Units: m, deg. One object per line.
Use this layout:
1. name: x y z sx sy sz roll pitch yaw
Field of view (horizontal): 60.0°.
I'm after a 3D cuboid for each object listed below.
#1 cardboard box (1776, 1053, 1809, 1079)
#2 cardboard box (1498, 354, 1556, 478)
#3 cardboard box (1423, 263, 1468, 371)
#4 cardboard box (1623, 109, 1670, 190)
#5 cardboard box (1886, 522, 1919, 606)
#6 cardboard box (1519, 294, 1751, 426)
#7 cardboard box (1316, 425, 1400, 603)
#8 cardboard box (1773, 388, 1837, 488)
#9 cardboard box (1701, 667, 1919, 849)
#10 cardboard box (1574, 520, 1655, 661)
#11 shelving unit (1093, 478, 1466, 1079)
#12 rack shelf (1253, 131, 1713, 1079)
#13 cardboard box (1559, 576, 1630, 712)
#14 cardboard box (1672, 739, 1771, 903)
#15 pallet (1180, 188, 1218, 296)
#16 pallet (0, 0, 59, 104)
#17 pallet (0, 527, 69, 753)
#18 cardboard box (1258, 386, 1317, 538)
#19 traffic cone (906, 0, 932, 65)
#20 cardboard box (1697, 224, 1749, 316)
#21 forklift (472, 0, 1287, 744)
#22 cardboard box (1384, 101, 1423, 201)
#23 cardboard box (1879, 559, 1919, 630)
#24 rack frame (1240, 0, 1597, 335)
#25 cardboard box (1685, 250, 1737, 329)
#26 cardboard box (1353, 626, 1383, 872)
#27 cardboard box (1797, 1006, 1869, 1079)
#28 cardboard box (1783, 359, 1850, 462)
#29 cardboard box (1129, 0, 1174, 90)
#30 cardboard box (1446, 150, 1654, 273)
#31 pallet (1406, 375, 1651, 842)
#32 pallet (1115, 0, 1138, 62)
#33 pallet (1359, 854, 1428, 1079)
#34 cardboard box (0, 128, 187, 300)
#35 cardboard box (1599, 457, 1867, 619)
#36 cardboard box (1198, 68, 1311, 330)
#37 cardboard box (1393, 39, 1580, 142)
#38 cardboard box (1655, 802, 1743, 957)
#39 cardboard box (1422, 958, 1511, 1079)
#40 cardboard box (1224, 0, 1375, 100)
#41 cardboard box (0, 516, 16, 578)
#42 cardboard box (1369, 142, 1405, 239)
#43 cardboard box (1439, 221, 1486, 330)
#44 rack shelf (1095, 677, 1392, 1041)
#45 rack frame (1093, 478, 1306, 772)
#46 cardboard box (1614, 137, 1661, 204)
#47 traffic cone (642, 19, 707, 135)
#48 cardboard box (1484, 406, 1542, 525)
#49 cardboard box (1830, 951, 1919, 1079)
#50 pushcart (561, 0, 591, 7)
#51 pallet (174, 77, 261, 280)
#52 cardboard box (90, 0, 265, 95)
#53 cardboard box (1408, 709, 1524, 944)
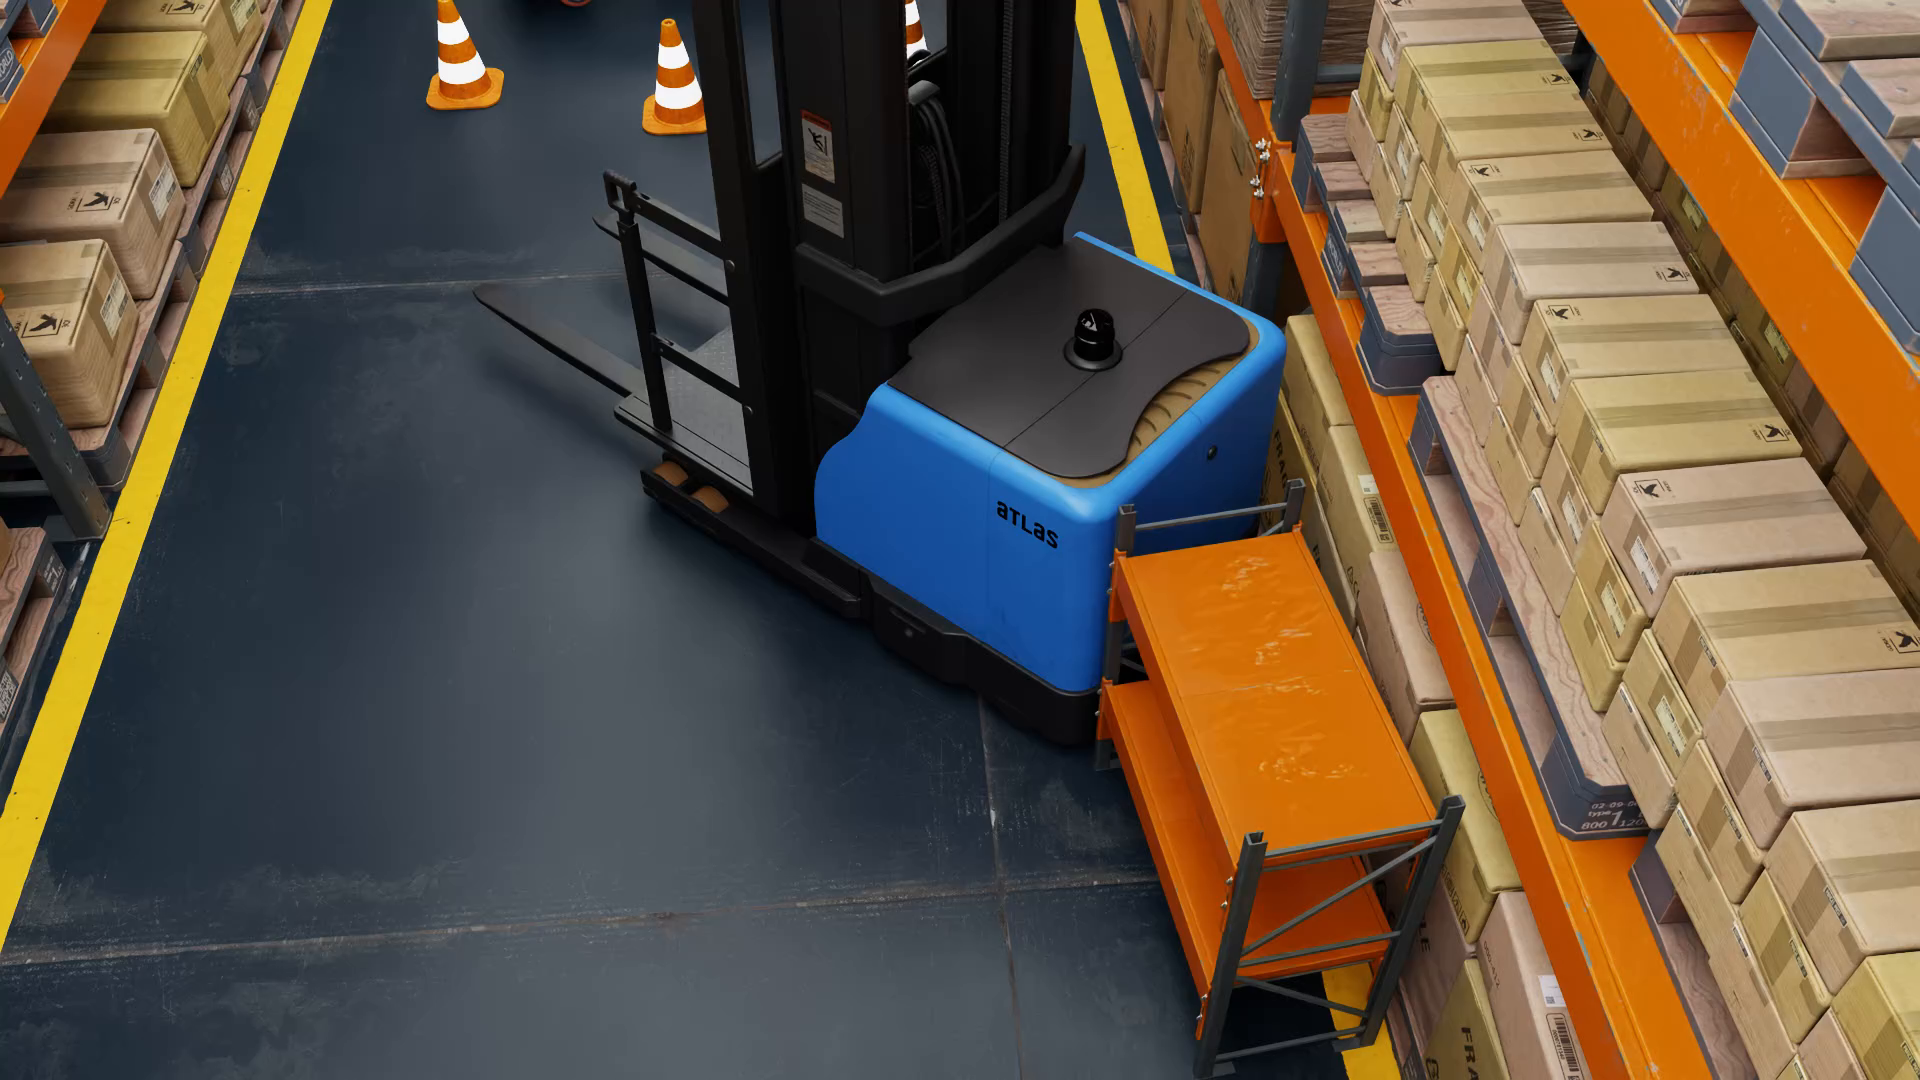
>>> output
1. cardboard box: 1.545 0.956 2.662 0.380 0.149 0.250 -3 47 -3
2. cardboard box: 1.413 -0.283 3.631 0.380 0.149 0.250 -4 47 -4
3. cardboard box: 1.370 -0.554 4.092 0.380 0.149 0.250 -2 47 -1
4. cardboard box: 1.983 -1.054 4.361 0.380 0.149 0.250 -2 47 -2
5. cardboard box: 2.109 0.055 3.310 0.380 0.149 0.250 -4 47 -4
6. cardboard box: 1.421 -0.382 3.520 0.380 0.149 0.250 -2 47 -2
7. cardboard box: 1.323 -0.079 4.674 0.500 0.250 0.500 -4 47 -4
8. cardboard box: 2.065 -0.217 3.773 0.380 0.149 0.250 -2 47 -2
9. cardboard box: 1.505 0.365 2.812 0.380 0.149 0.250 -4 47 -3
10. cardboard box: 1.454 0.088 3.280 0.380 0.149 0.250 -3 47 -3
11. shelving unit: 0.759 0.634 4.374 0.538 1.125 1.048 -9 47 -8
12. rack shelf: 1.631 0.278 3.916 1.077 0.370 4.000 -3 47 -3
13. cardboard box: 1.456 0.202 3.376 0.380 0.149 0.250 -2 47 -2
14. cardboard box: 1.500 0.474 2.914 0.380 0.149 0.250 -5 47 -5
15. pallet: 1.473 -1.032 6.582 1.003 0.211 1.213 -3 47 -3
16. pallet: -3.626 -1.485 5.223 1.213 0.211 1.003 -3 47 -3
17. pallet: -3.470 0.492 5.139 1.003 0.211 1.213 -3 47 -3
18. cardboard box: 1.269 -0.174 5.281 0.500 0.500 0.500 -5 47 -5
19. traffic cone: -0.264 -2.376 7.681 0.336 0.463 0.334 -3 47 -3
20. cardboard box: 2.028 -0.683 4.009 0.380 0.149 0.250 -3 47 -3
21. forklift: -0.483 -1.296 4.959 3.031 2.935 1.130 31 54 26
22. cardboard box: 1.329 -1.019 4.328 0.380 0.149 0.250 -1 47 -1
23. cardboard box: 2.109 0.162 3.414 0.380 0.149 0.250 -4 47 -4
24. rack frame: 1.464 -1.416 5.025 1.000 3.000 0.127 -3 47 -3
25. cardboard box: 2.021 -0.599 4.135 0.380 0.149 0.250 -4 47 -4
26. cardboard box: 1.362 0.561 4.585 0.500 0.500 0.500 -5 47 -4
27. cardboard box: 1.545 0.851 2.557 0.380 0.149 0.250 -3 47 -3
28. cardboard box: 2.069 -0.314 3.660 0.380 0.149 0.250 -2 47 -2
29. cardboard box: 1.347 -2.539 7.349 1.050 0.750 0.750 -3 47 -3
30. cardboard box: 1.372 -0.769 3.886 0.380 0.149 0.250 -5 47 -5
31. pallet: 1.670 0.079 3.741 1.003 0.211 1.213 -3 47 -3
32. pallet: 1.268 -2.798 8.254 1.003 0.211 1.213 -3 47 -3
33. pallet: 1.627 0.989 4.668 1.003 0.211 1.213 -3 47 -3
34. cardboard box: -3.568 -1.226 6.366 0.950 0.372 0.625 -4 47 -4
35. cardboard box: 1.462 -0.006 3.164 0.380 0.149 0.250 -5 47 -5
36. cardboard box: 1.502 -1.233 6.112 1.050 0.750 0.750 -4 47 -4
37. cardboard box: 1.334 -1.138 4.236 0.380 0.149 0.250 -5 47 -4
38. cardboard box: 1.506 0.595 3.005 0.380 0.149 0.250 -6 47 -5
39. cardboard box: 1.443 1.302 3.884 0.500 0.500 0.500 -4 47 -4
40. cardboard box: 1.158 -1.760 5.282 0.500 0.500 0.500 -3 47 -3
41. cardboard box: -3.485 0.049 4.812 0.875 0.875 0.875 -4 47 -4
42. cardboard box: 1.322 -0.944 4.462 0.380 0.149 0.250 -1 47 -1
43. cardboard box: 1.376 -0.643 3.972 0.380 0.149 0.250 -3 47 -3
44. rack shelf: 0.760 0.803 4.552 0.538 0.278 1.000 -9 47 -8
45. rack frame: 0.655 0.273 4.716 0.500 1.125 0.032 -9 47 -8
46. cardboard box: 1.982 -0.966 4.482 0.380 0.149 0.250 -4 47 -3
47. traffic cone: -1.276 -2.103 7.423 0.336 0.463 0.334 -3 47 -3
48. cardboard box: 1.413 -0.179 3.737 0.380 0.149 0.250 -3 47 -3
49. cardboard box: 1.547 0.742 2.455 0.380 0.149 0.250 -5 47 -4
50. pushcart: -1.528 -3.209 8.530 1.648 0.377 0.936 -19 49 -17
51. pallet: -3.623 -1.530 7.053 1.003 0.211 1.213 -3 47 -3
52. cardboard box: -3.685 -2.278 7.362 0.950 0.372 0.625 -1 47 -1
53. cardboard box: 1.396 0.657 3.977 0.500 0.250 0.500 -5 47 -5
